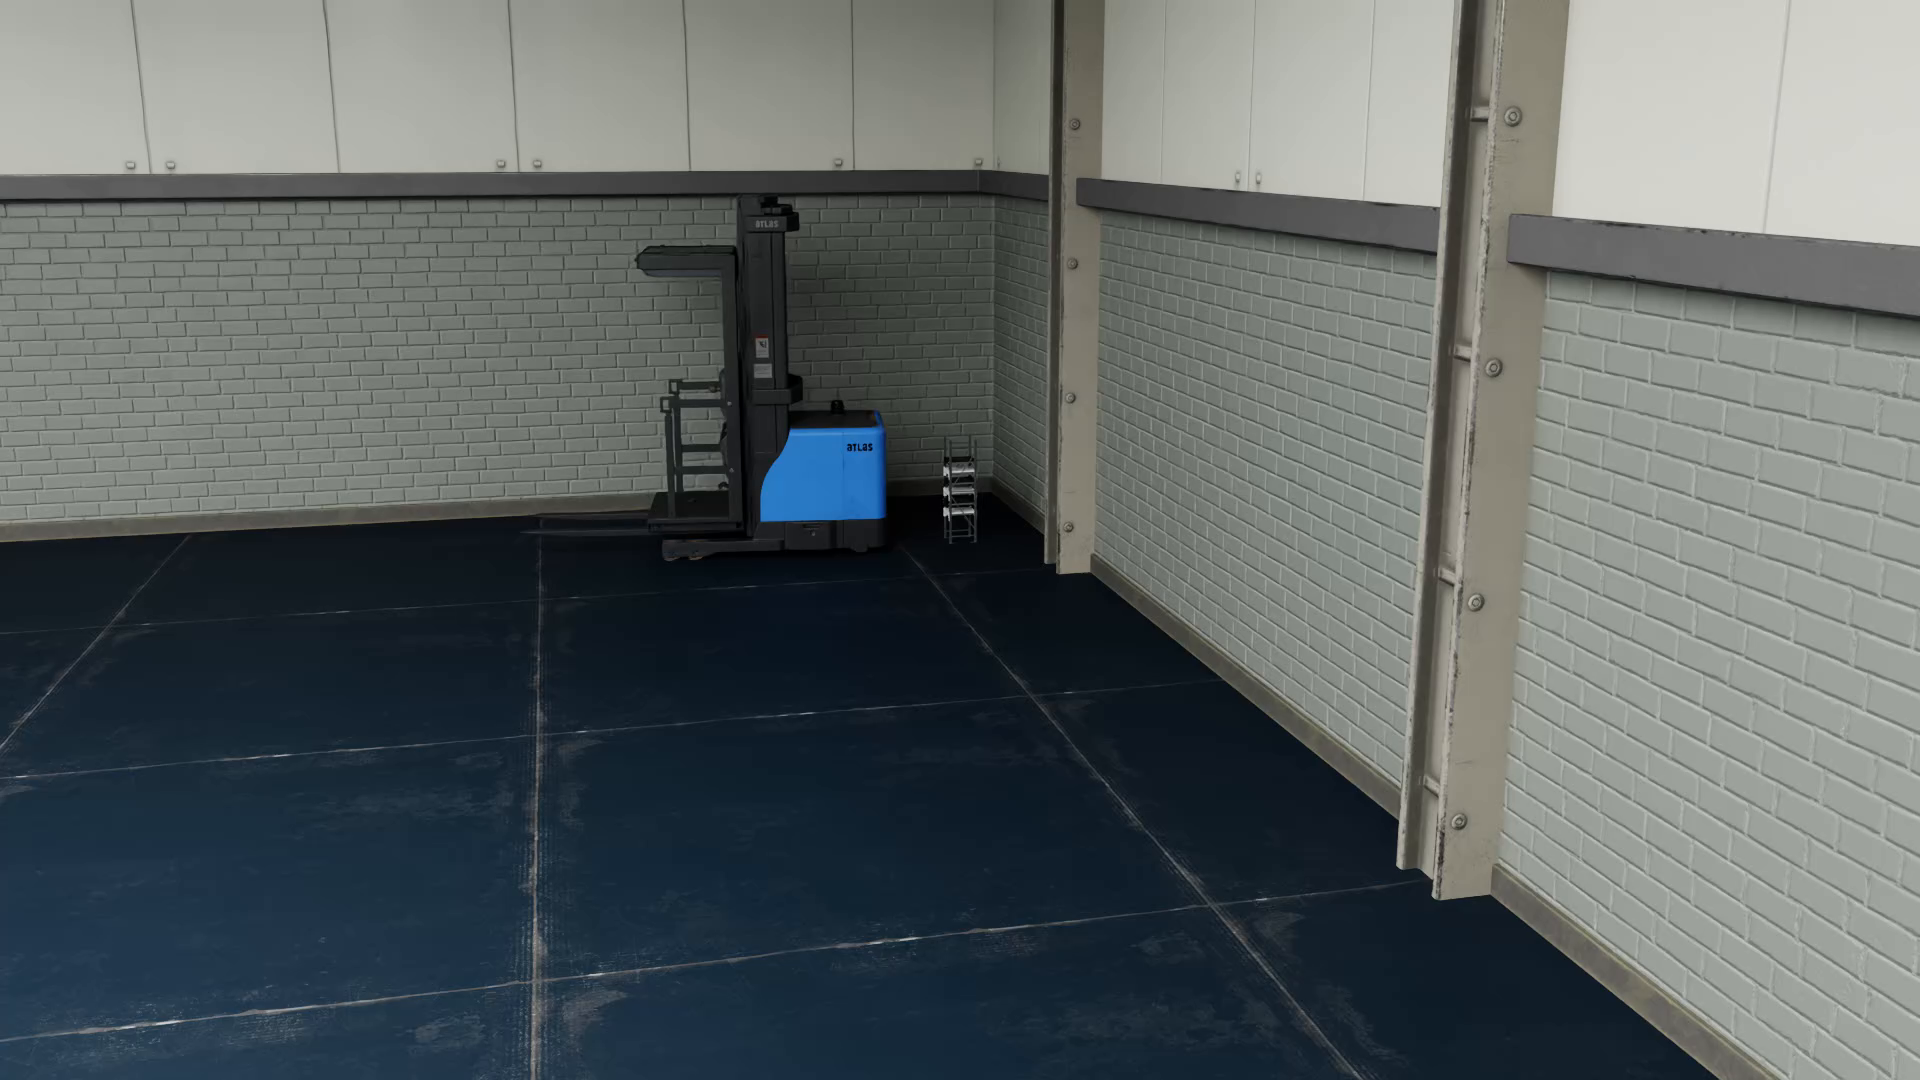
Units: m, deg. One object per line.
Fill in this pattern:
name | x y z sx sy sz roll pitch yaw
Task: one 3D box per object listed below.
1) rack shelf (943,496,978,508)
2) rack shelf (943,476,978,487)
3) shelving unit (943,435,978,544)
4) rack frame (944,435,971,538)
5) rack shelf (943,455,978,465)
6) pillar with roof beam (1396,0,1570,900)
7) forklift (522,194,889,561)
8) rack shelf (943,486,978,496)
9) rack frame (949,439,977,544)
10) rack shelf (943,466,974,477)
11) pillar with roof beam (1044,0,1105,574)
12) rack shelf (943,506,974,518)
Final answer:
rack shelf | 0.002 -0.315 14.342 0.258 0.077 0.200 -3 14 -13
rack shelf | 0.002 -0.490 14.299 0.258 0.077 0.200 -3 14 -13
shelving unit | 0.002 -0.435 14.313 0.258 0.900 0.210 -3 14 -13
rack frame | -0.022 -0.459 14.409 0.240 0.900 0.006 -3 14 -13
rack shelf | 0.002 -0.665 14.256 0.258 0.077 0.200 -3 14 -13
pillar with roof beam | -1.888 -2.529 5.816 9.100 9.000 0.400 -3 14 -13
forklift | -2.149 -1.383 13.914 3.031 2.935 1.130 -1 14 -6
rack shelf | 0.002 -0.403 14.321 0.258 0.077 0.200 -3 14 -13
rack frame | 0.026 -0.412 14.217 0.240 0.900 0.006 -3 14 -13
rack shelf | 0.002 -0.578 14.278 0.258 0.077 0.200 -3 14 -13
pillar with roof beam | -3.297 -3.913 11.482 9.100 9.000 0.400 -3 14 -13
rack shelf | 0.002 -0.228 14.363 0.258 0.077 0.200 -3 14 -13
